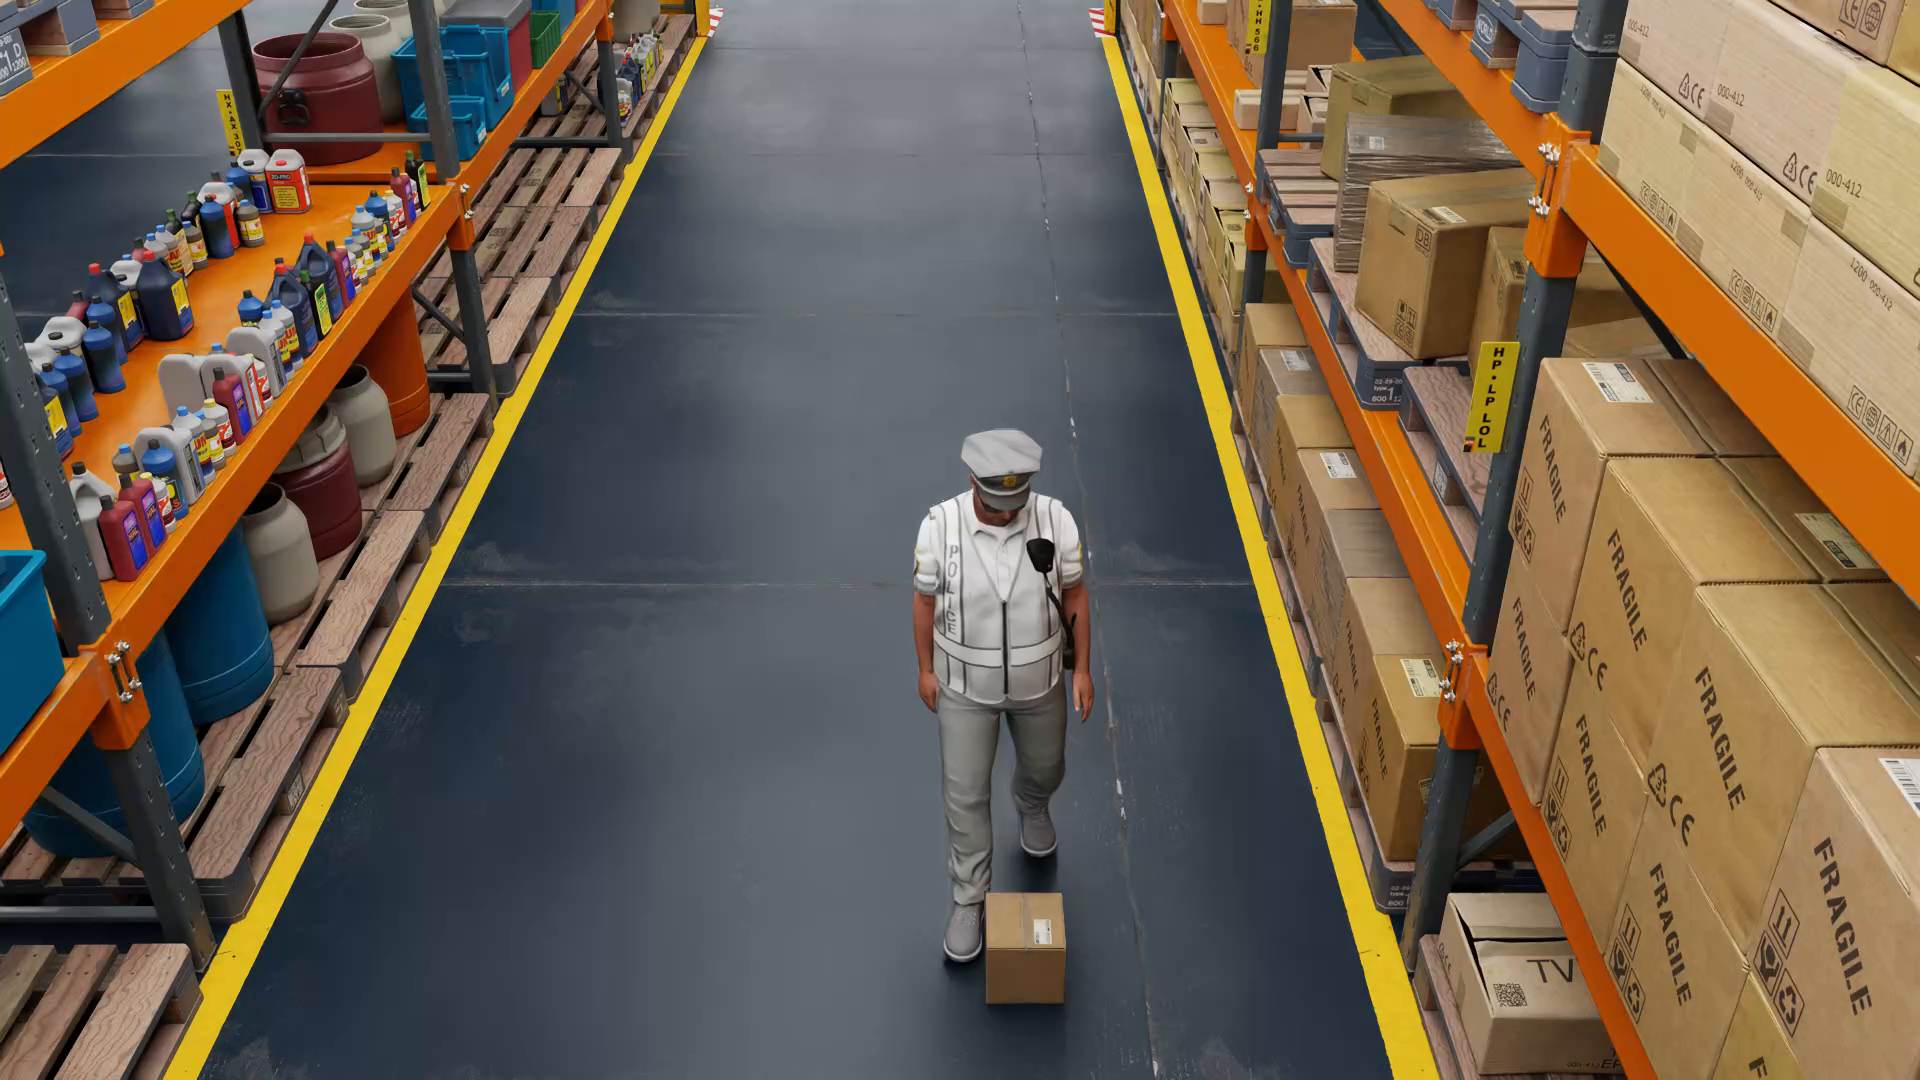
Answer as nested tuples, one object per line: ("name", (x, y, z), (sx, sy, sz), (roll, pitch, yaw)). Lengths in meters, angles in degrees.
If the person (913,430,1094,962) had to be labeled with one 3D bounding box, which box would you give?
("person", (0.151, 0.467, 5.344), (0.581, 1.717, 0.771), (-3, 31, -4))
